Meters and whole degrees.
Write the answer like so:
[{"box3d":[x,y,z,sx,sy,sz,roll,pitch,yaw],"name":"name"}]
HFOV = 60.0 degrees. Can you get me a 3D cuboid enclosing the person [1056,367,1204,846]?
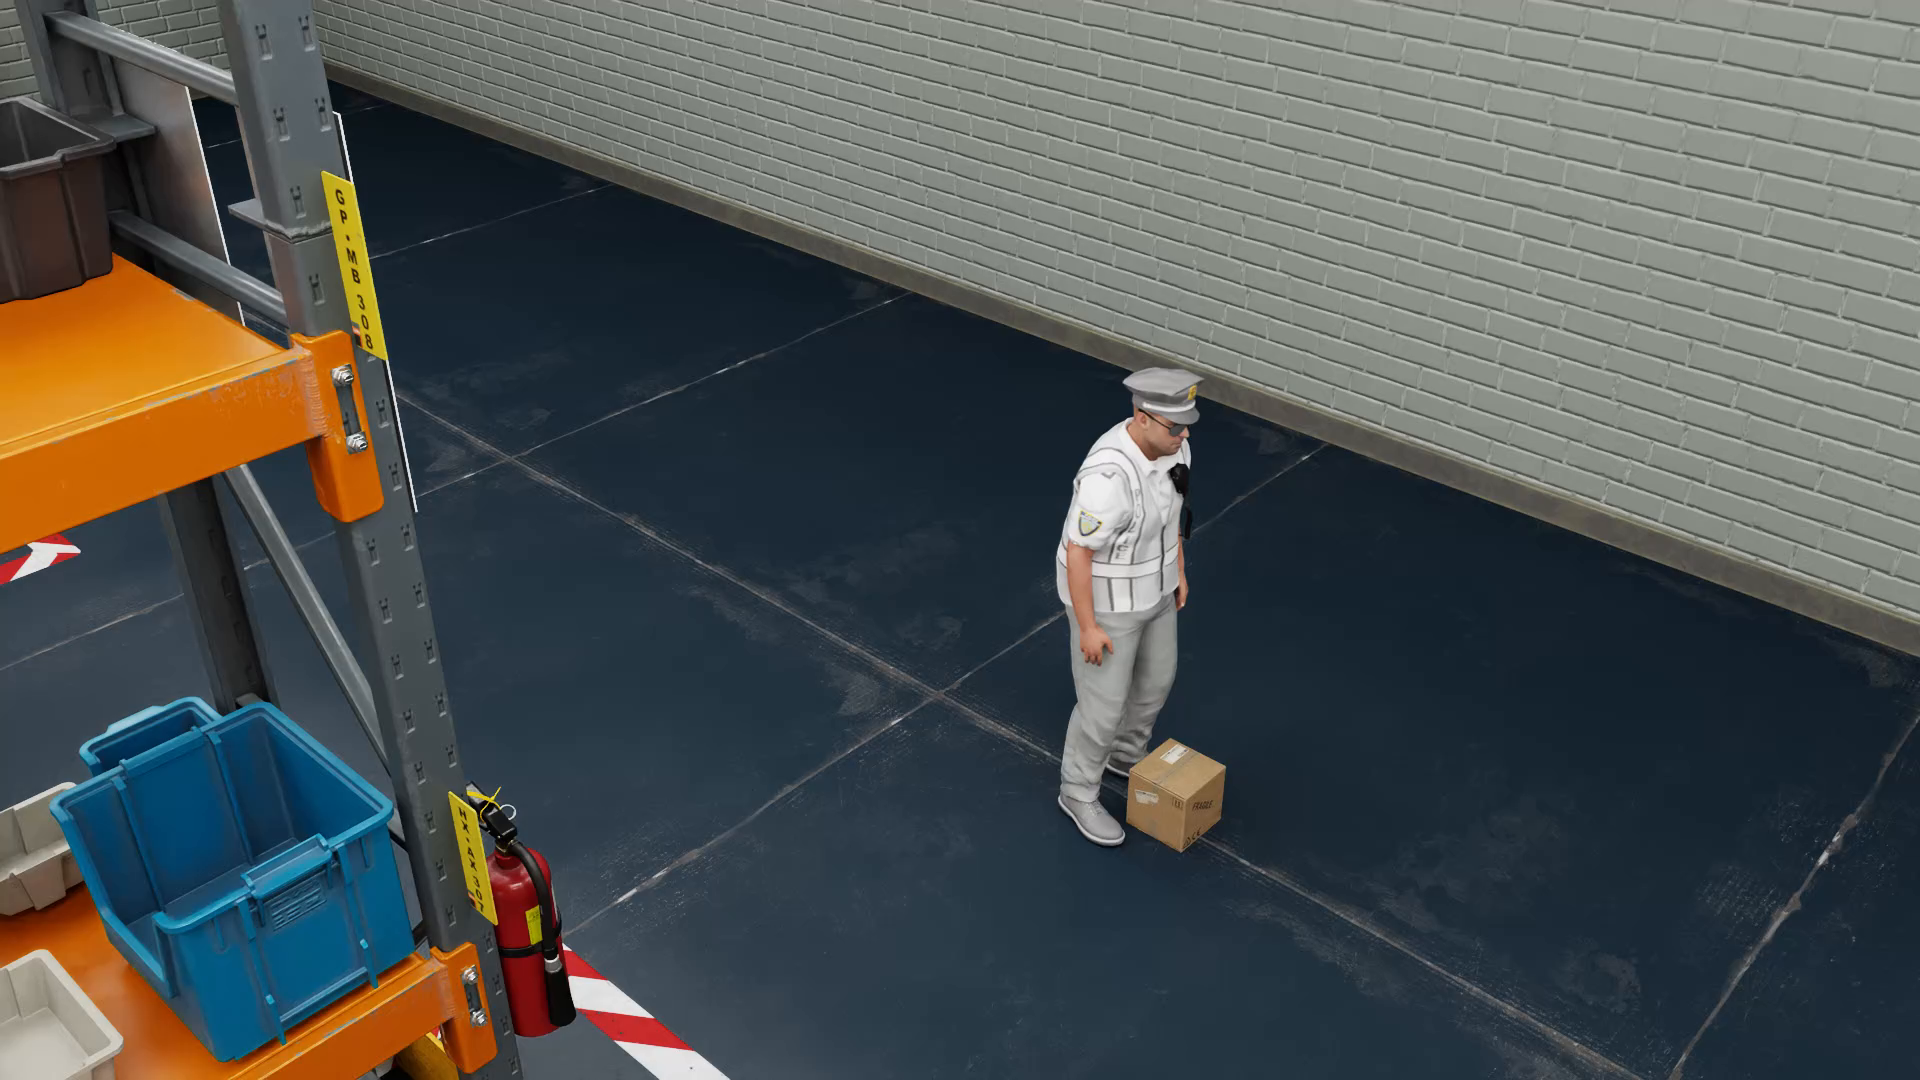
[{"box3d":[0.576,0.191,5.809,0.432,1.748,0.585,25,39,35],"name":"person"}]
